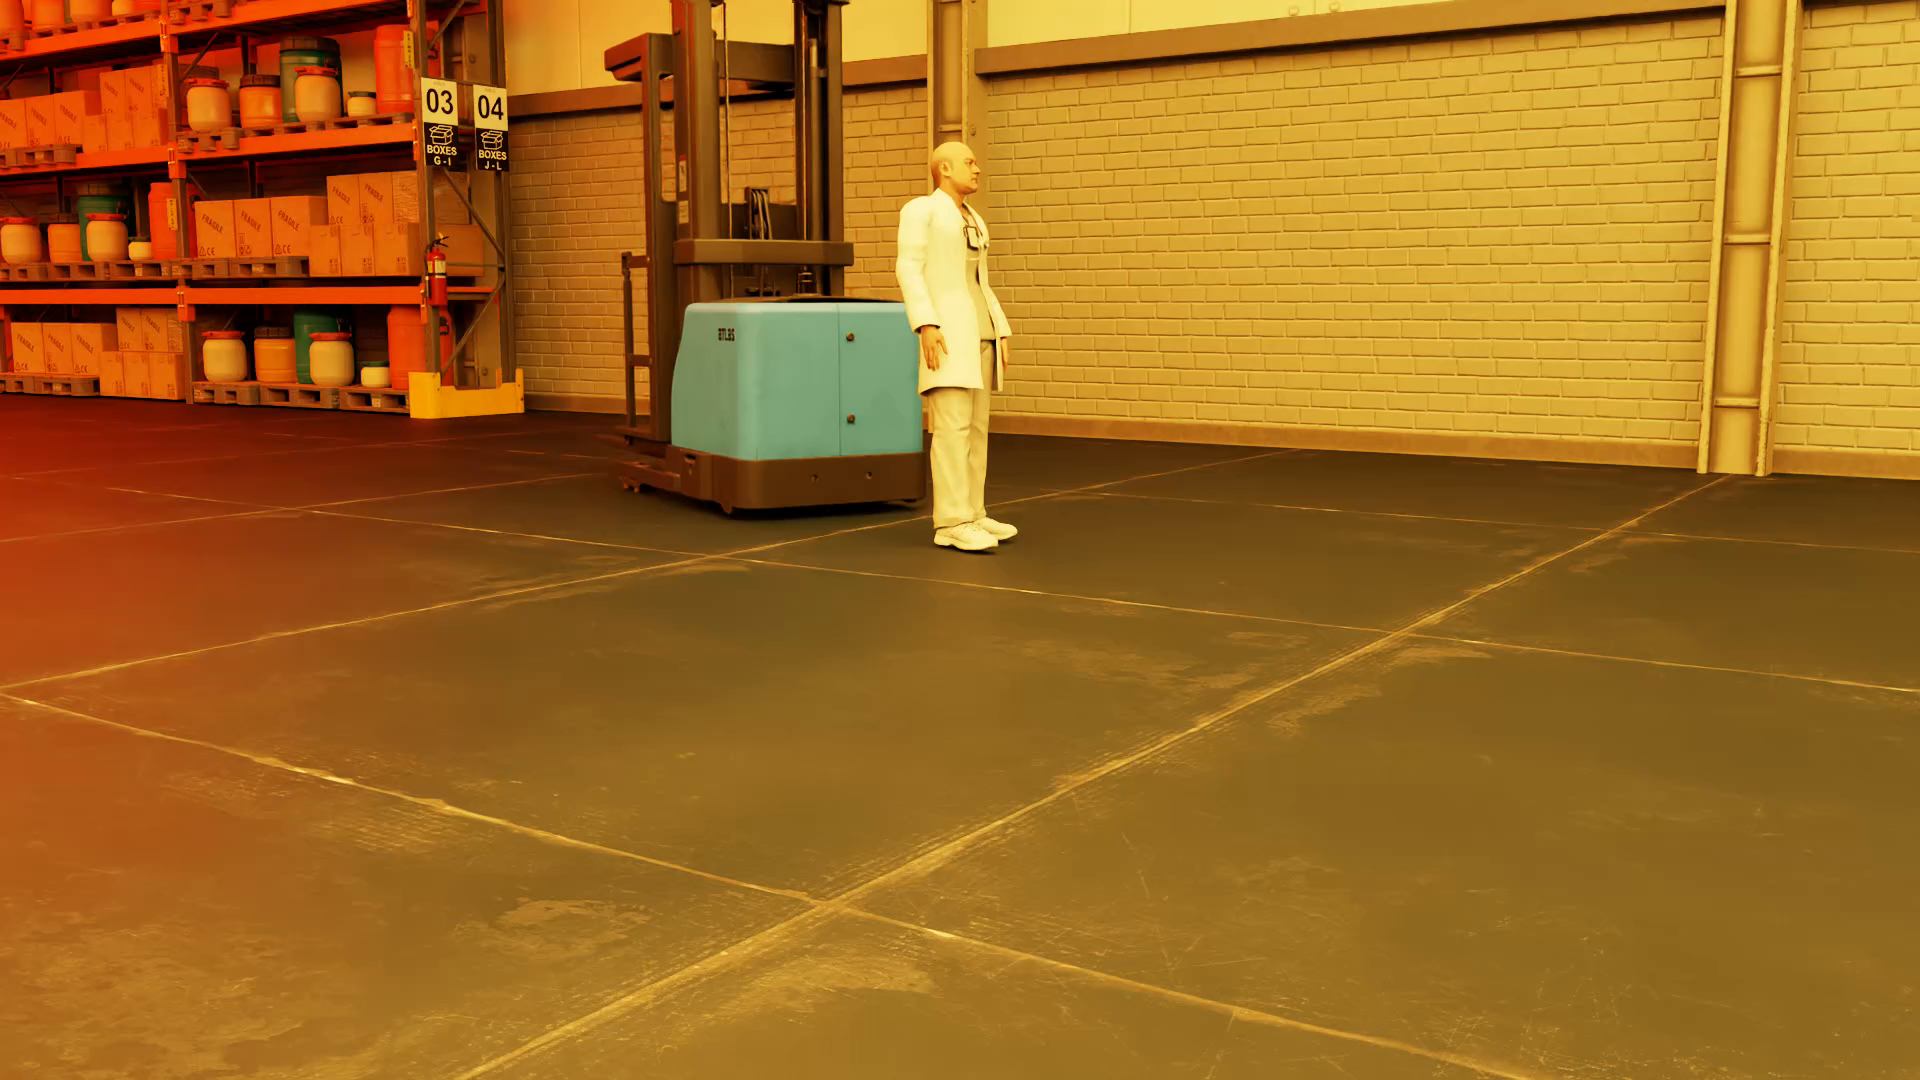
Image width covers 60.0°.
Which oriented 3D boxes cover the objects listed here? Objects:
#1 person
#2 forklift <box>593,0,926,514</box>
[{"bbox_3d":[0.073,-0.880,7.424,0.580,1.777,0.698,5,10,34],"label":"person"},{"bbox_3d":[-1.340,-1.747,9.480,1.130,2.935,3.031,-5,9,-29],"label":"forklift"}]
